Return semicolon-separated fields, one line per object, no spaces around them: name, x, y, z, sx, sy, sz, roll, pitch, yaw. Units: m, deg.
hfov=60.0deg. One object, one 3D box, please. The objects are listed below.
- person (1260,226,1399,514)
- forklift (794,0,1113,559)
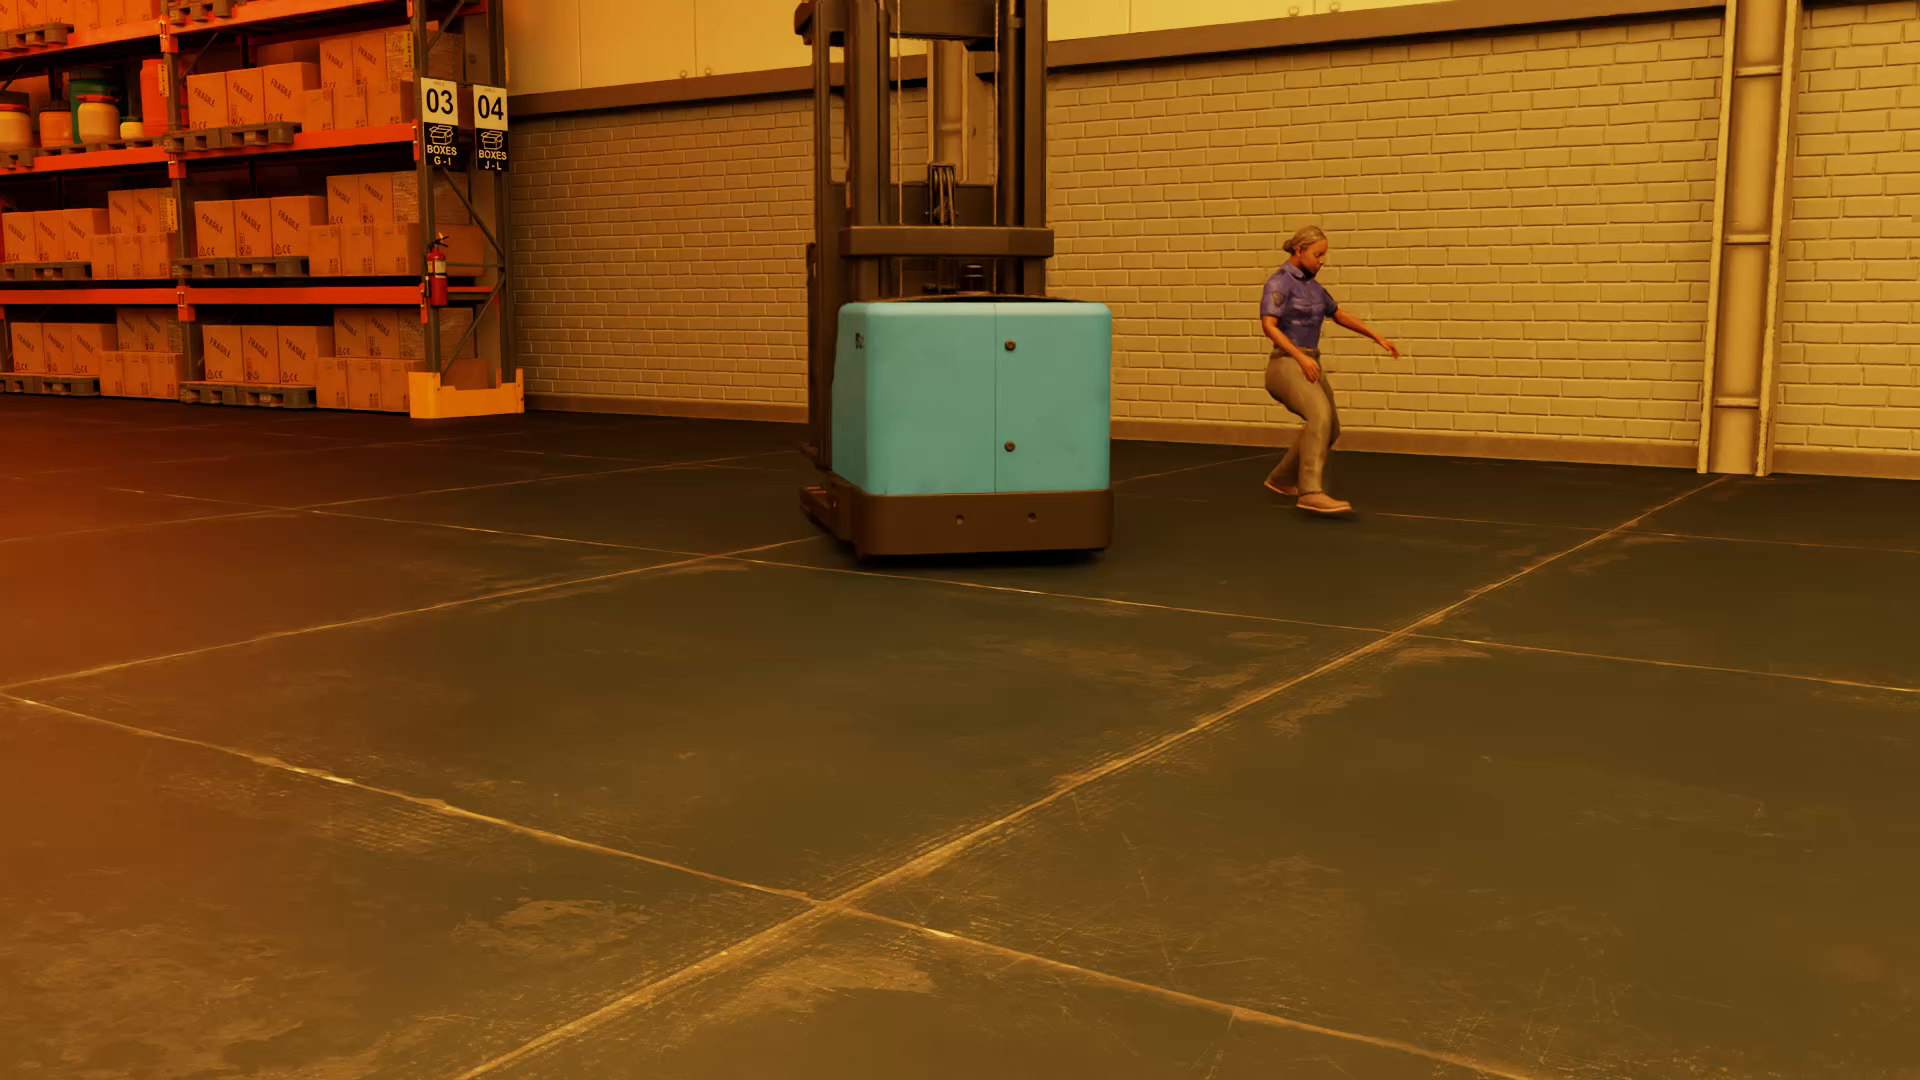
person;1.879;-0.893;8.828;0.902;1.531;0.943;7;11;40
forklift;-0.192;-1.539;8.017;1.130;2.935;3.031;-2;8;-13
